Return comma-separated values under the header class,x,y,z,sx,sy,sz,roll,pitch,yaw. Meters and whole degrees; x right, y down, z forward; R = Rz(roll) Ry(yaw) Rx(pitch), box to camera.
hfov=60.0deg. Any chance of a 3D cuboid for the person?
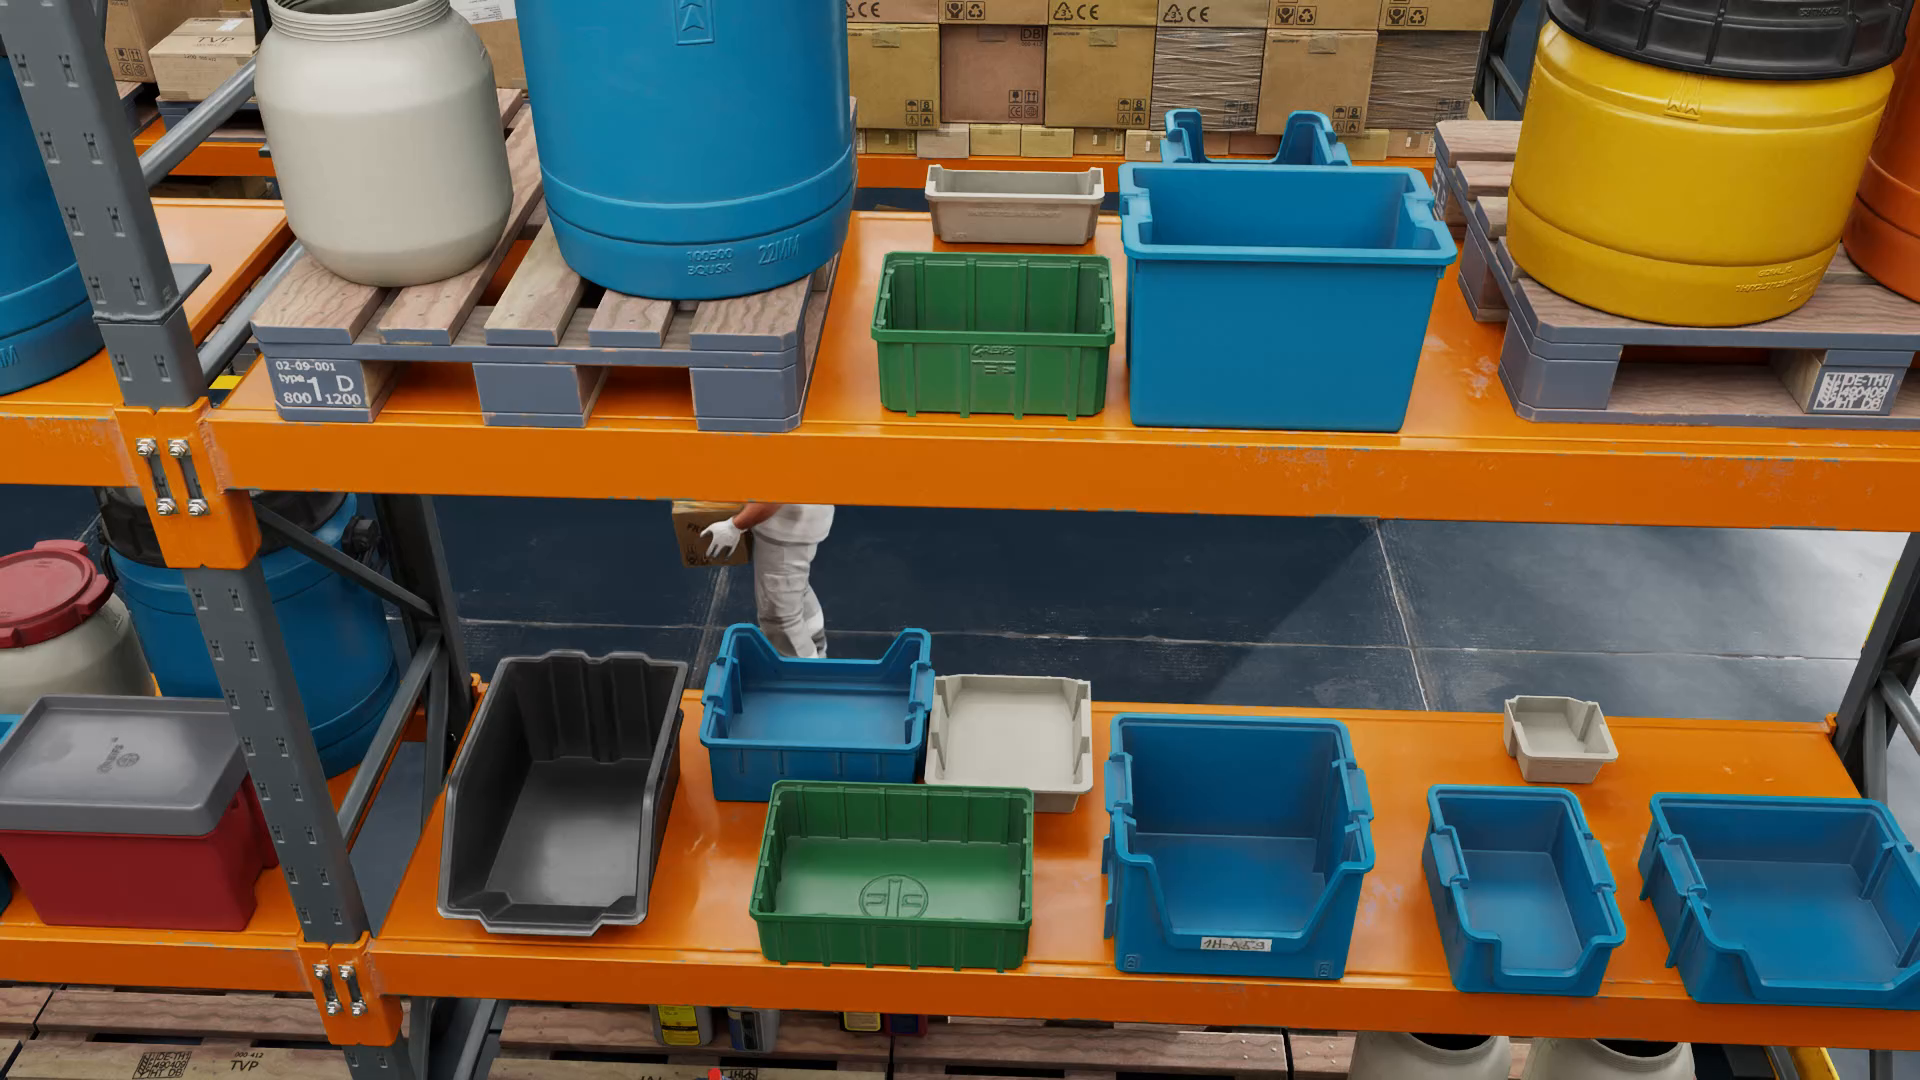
class,x,y,z,sx,sy,sz,roll,pitch,yaw
person,-0.706,-0.075,6.228,0.486,1.793,0.531,1,35,1
